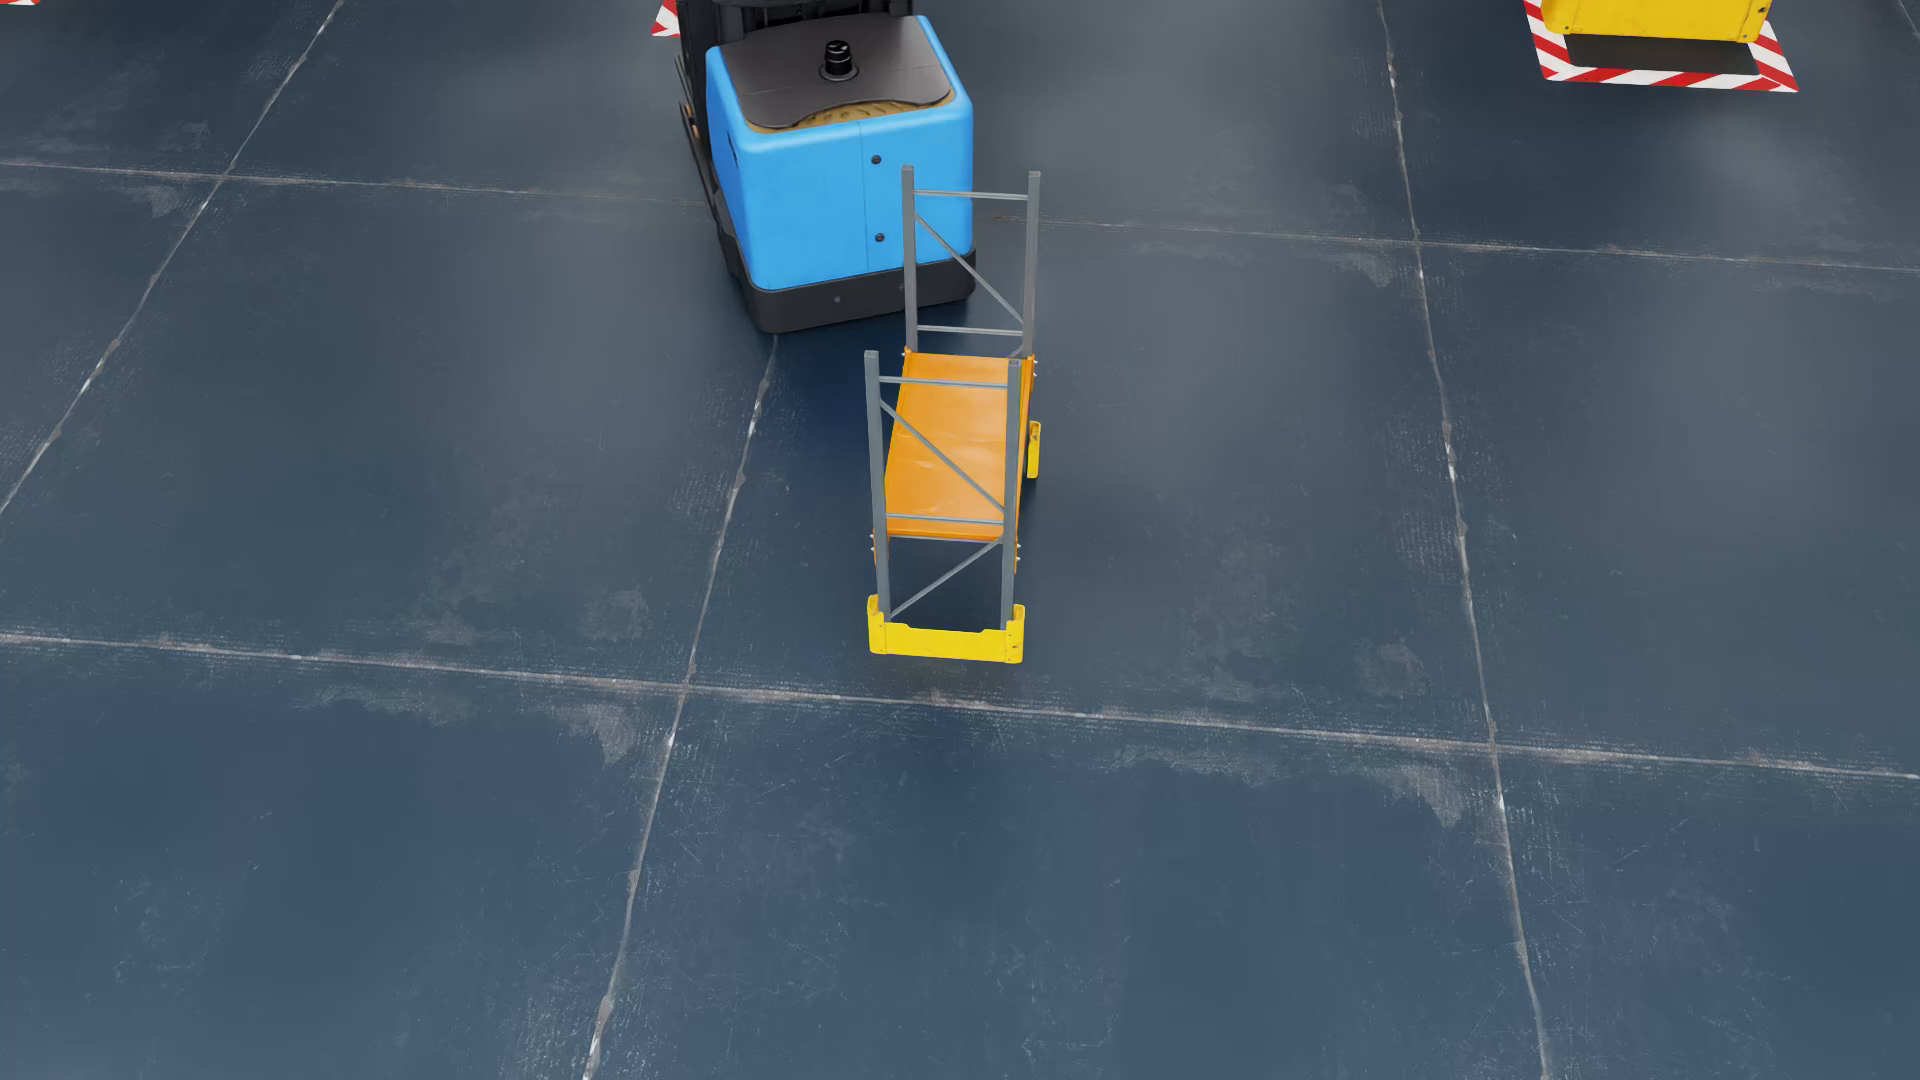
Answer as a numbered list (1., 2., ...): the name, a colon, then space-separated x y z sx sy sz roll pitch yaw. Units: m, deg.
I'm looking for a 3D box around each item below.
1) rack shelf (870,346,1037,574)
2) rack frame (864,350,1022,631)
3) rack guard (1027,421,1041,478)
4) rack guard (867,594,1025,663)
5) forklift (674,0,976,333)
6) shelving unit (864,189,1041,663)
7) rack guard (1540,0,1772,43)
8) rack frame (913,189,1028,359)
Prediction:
1. rack shelf: -0.008 -0.322 6.298 0.538 0.185 1.000 4 48 4
2. rack frame: -0.054 -0.070 5.824 0.500 1.500 0.032 4 48 4
3. rack guard: 0.038 -0.394 6.967 0.587 0.250 0.087 4 48 4
4. rack guard: -0.052 0.338 6.298 0.587 0.250 0.087 4 48 4
5. forklift: -0.828 -3.038 7.568 1.130 2.935 3.031 -12 49 -11
6. shelving unit: -0.007 -0.450 6.171 0.587 1.500 1.083 4 48 4
7. rack guard: 3.916 -3.118 9.289 1.175 0.500 0.348 4 48 4
8. rack frame: 0.040 -0.817 6.507 0.475 1.308 0.013 4 48 4
